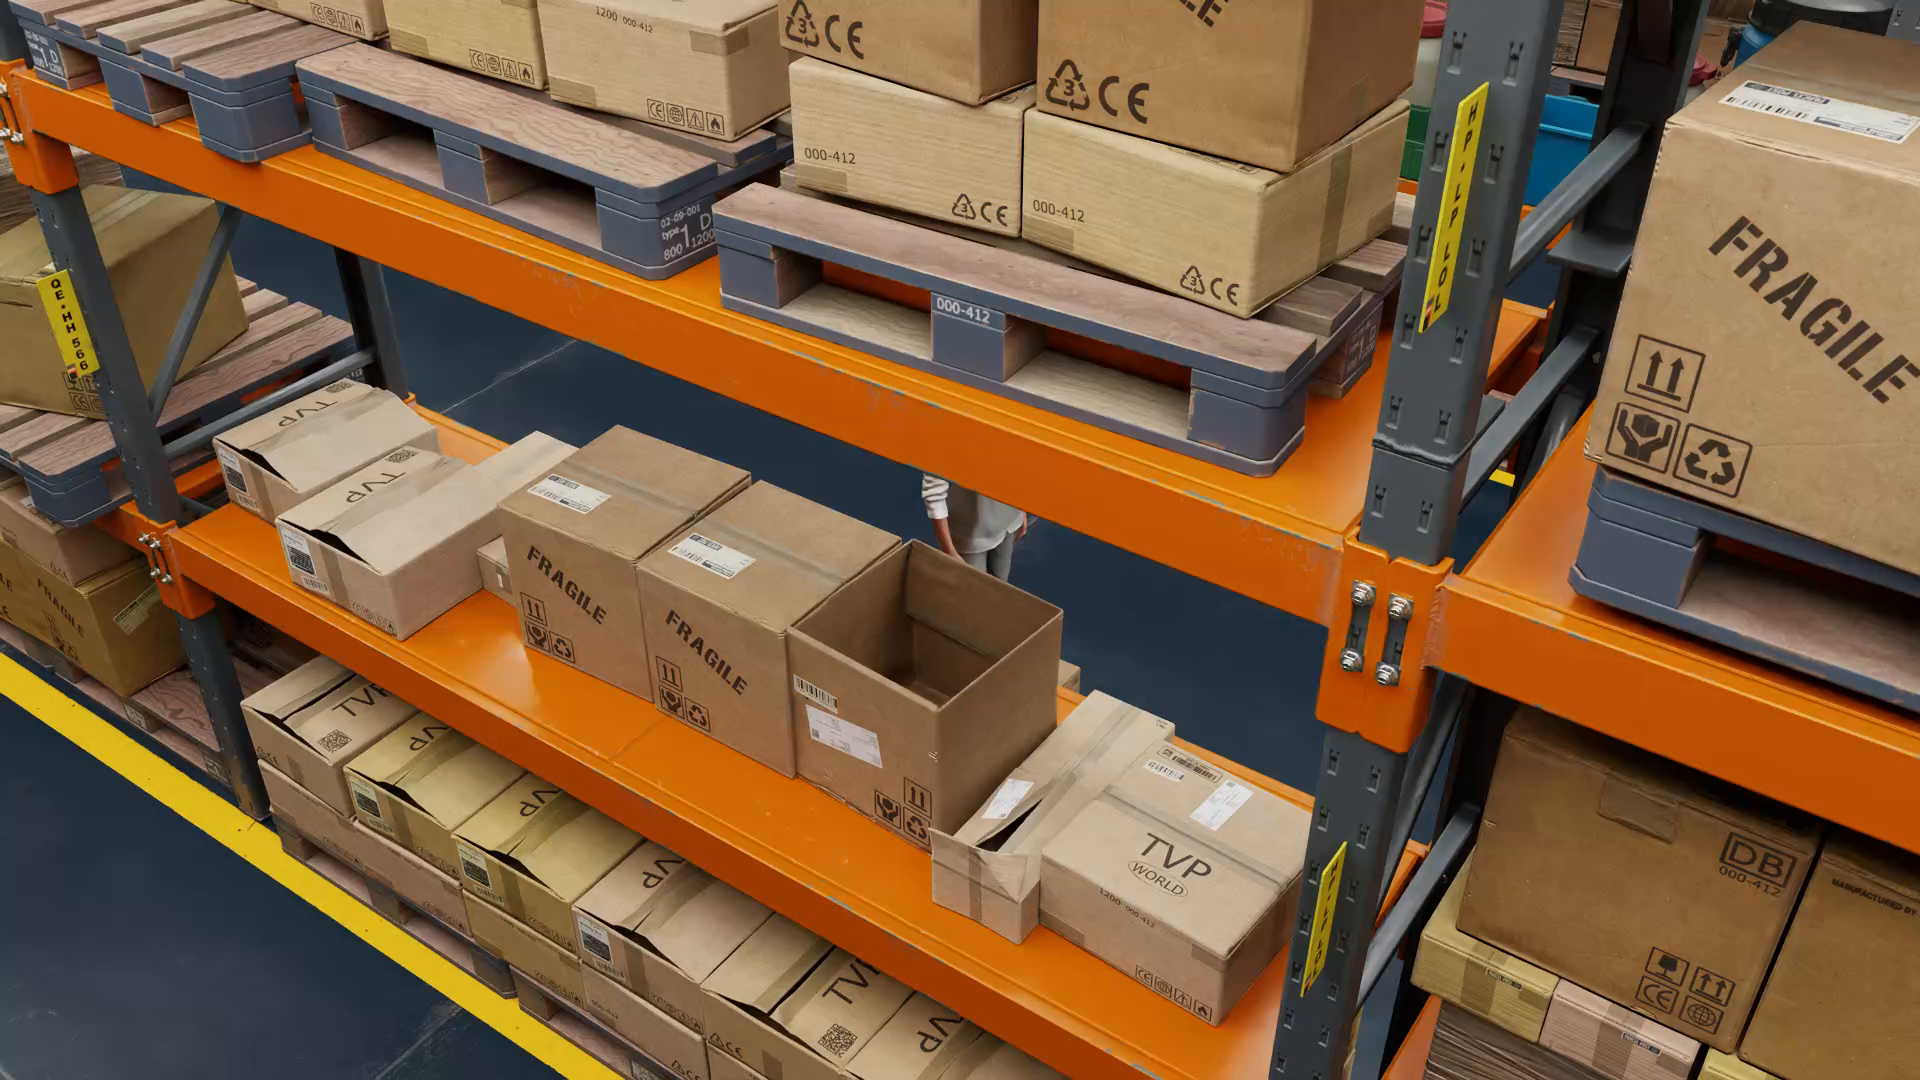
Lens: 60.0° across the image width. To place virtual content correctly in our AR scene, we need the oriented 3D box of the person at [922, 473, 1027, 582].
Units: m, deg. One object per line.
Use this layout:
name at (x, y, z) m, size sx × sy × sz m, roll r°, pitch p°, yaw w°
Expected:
person at (0.121, 0.009, 6.123) m, size 0.472 × 1.600 × 0.520 m, roll 22°, pitch 41°, yaw 28°
